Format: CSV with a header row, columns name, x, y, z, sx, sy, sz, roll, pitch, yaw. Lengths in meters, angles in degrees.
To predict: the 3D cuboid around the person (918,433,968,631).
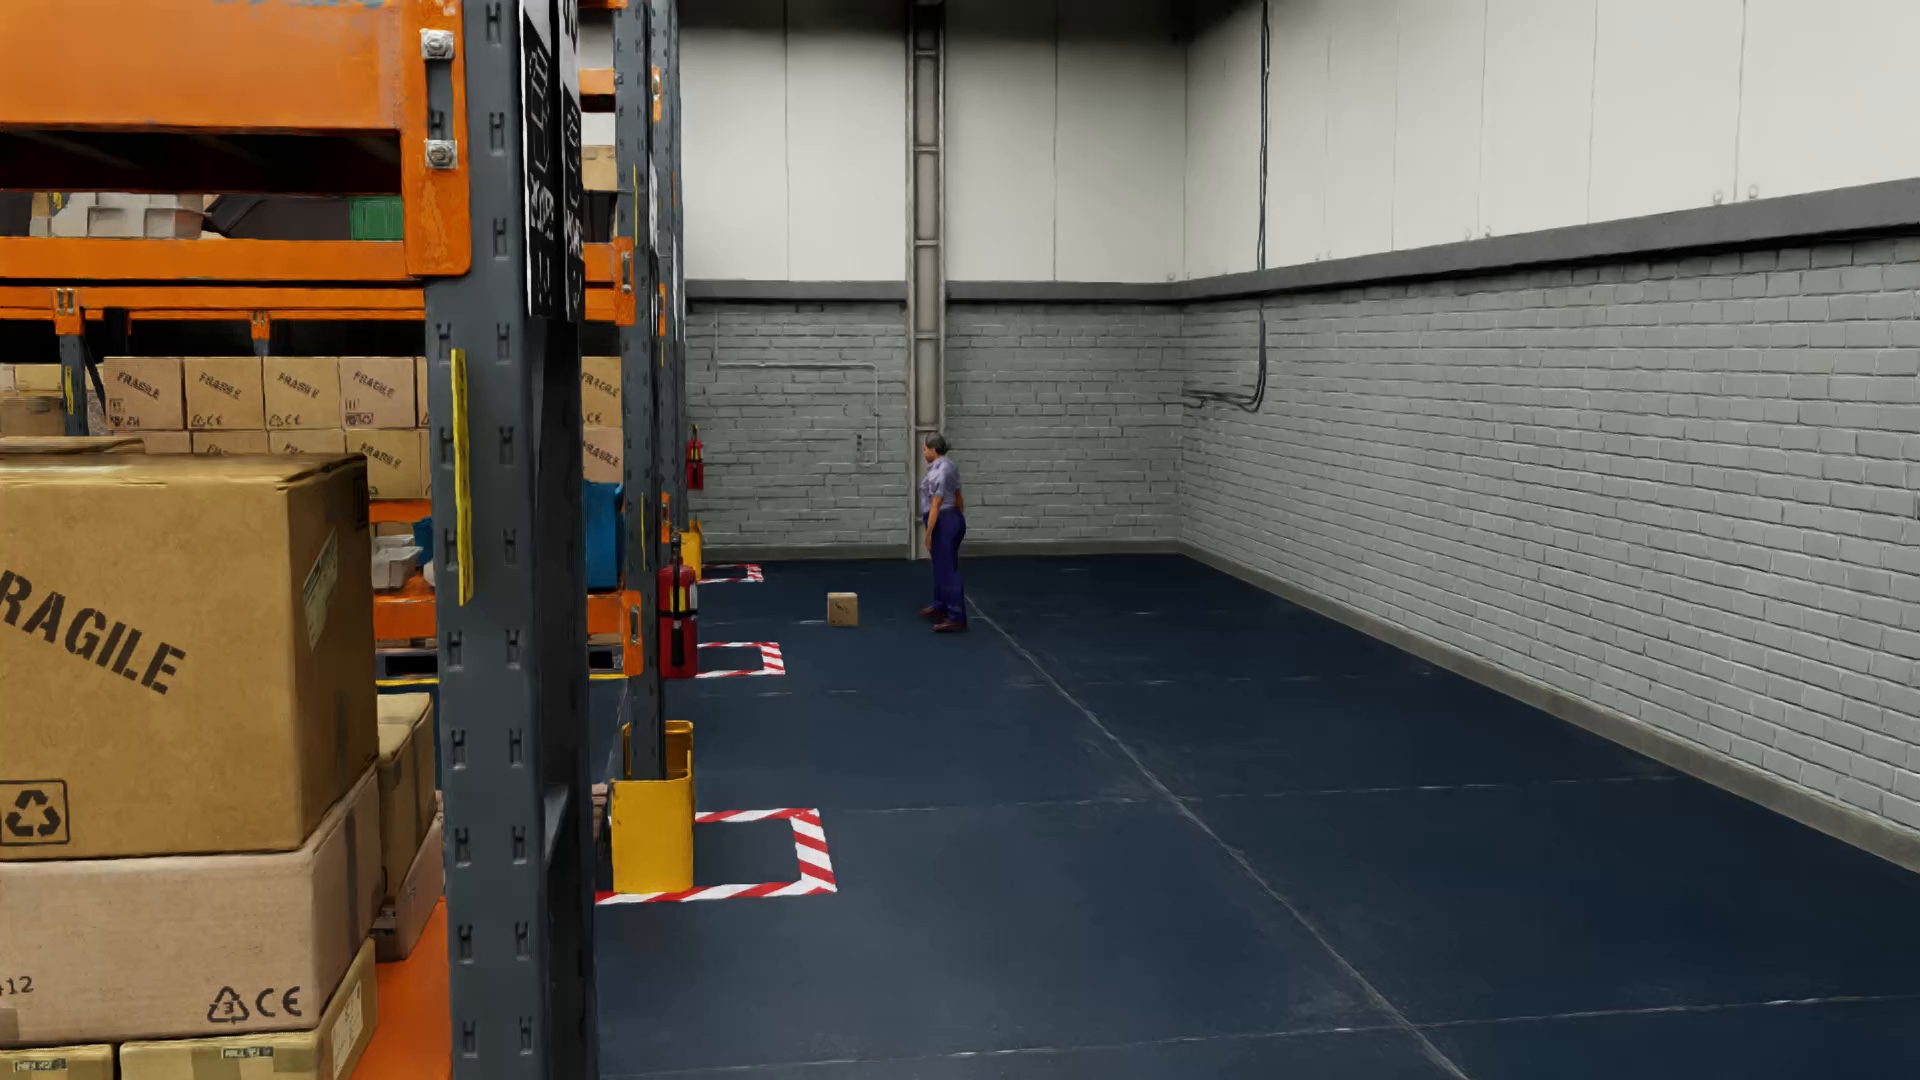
name,x,y,z,sx,sy,sz,roll,pitch,yaw
person,-0.165,-0.087,14.093,0.610,1.621,0.677,2,7,18
